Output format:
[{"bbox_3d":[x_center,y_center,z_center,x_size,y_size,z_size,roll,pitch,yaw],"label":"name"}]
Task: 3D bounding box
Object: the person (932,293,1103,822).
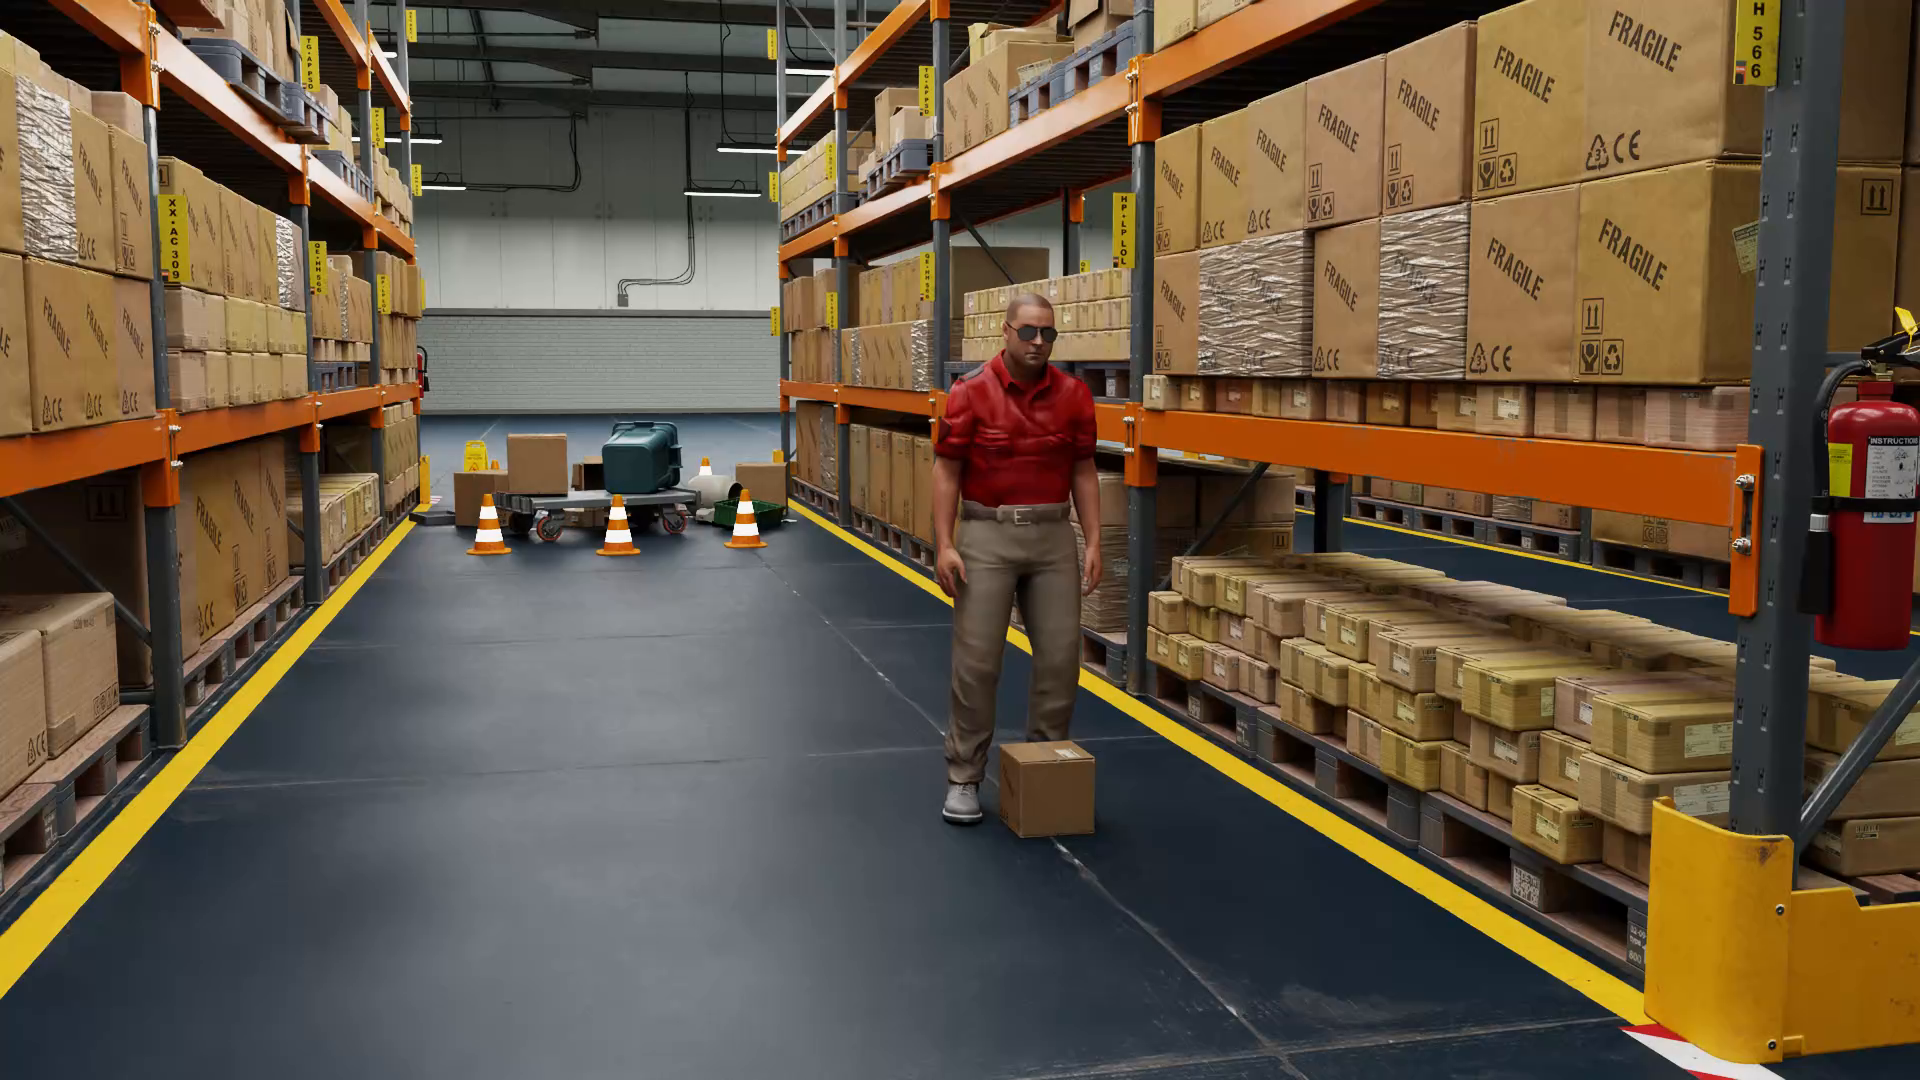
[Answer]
[{"bbox_3d":[0.198,0.047,5.565,0.587,1.727,0.398,-2,6,-14],"label":"person"}]
